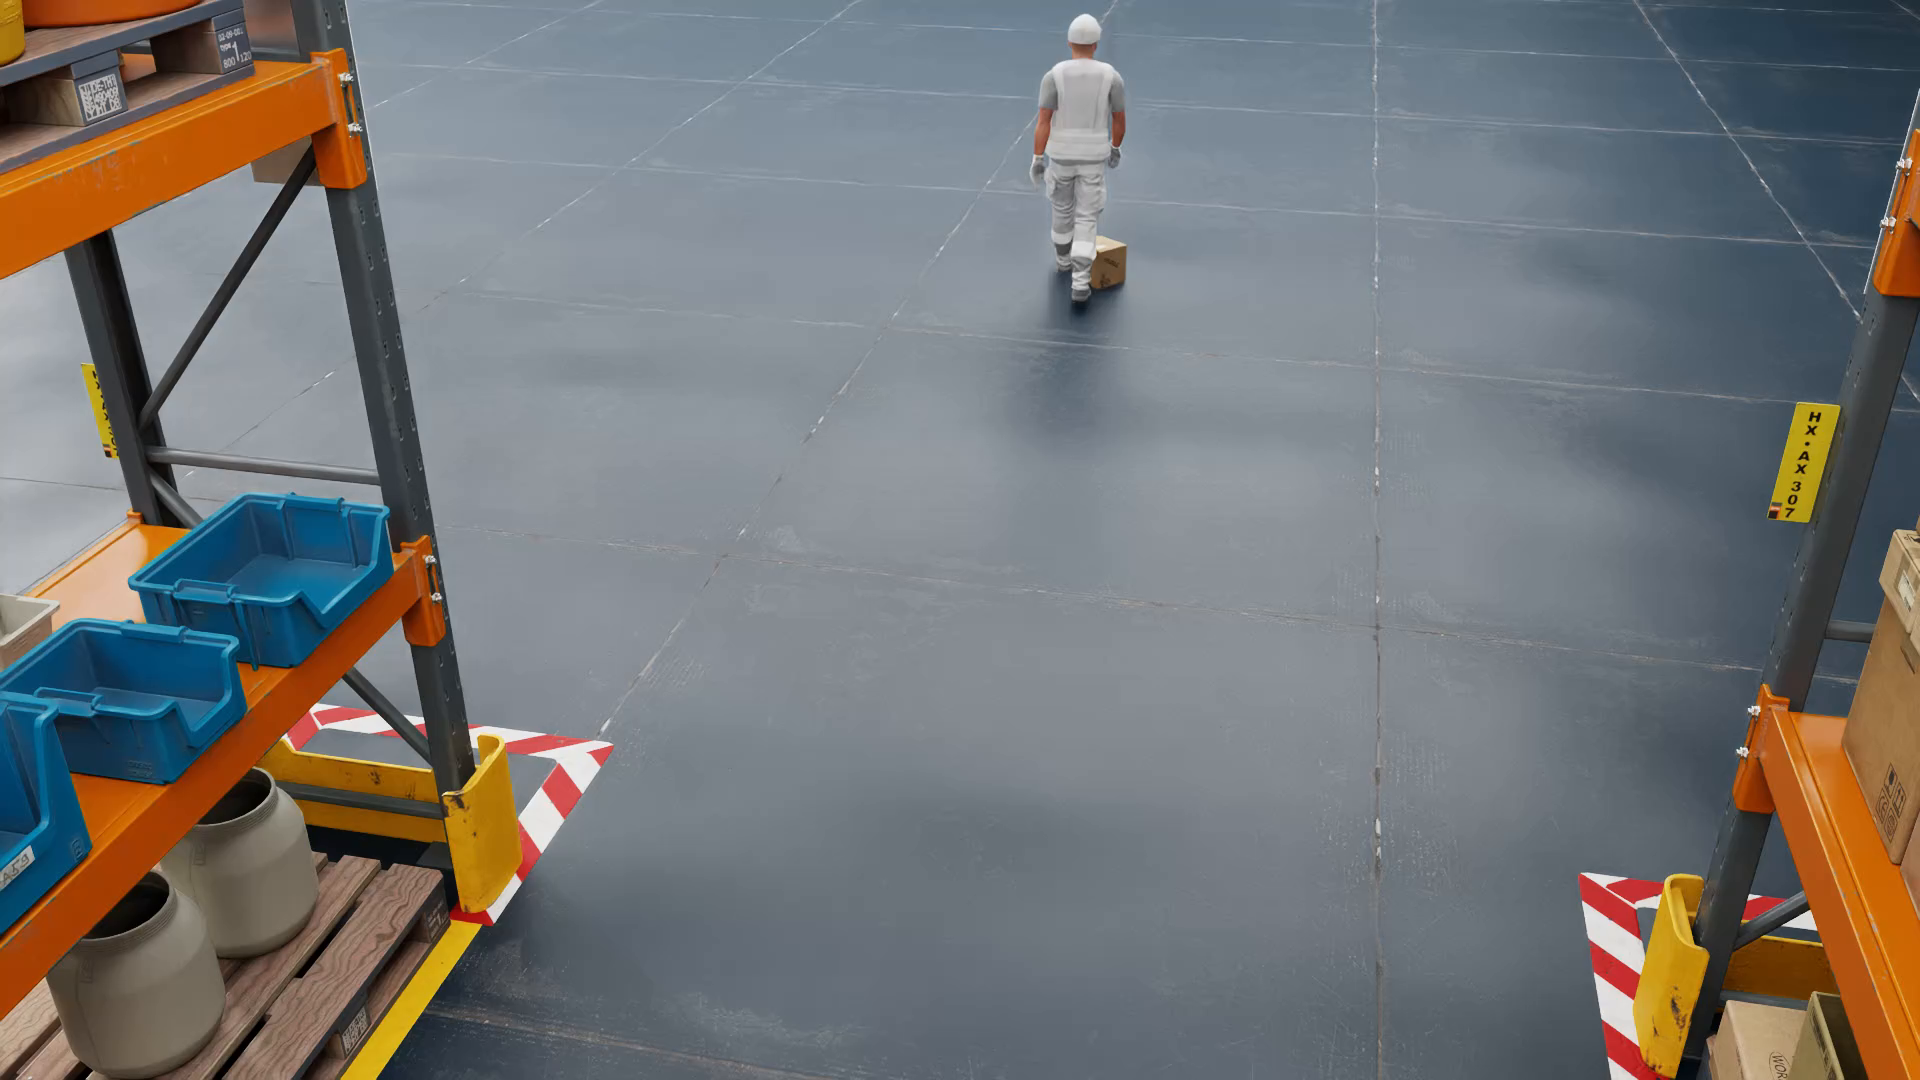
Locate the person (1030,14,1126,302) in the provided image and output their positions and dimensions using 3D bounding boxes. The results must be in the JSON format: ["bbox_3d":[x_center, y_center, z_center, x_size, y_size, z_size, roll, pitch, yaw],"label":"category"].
[{"bbox_3d":[0.755,-2.465,10.629,0.589,1.740,1.044,3,29,5],"label":"person"}]
